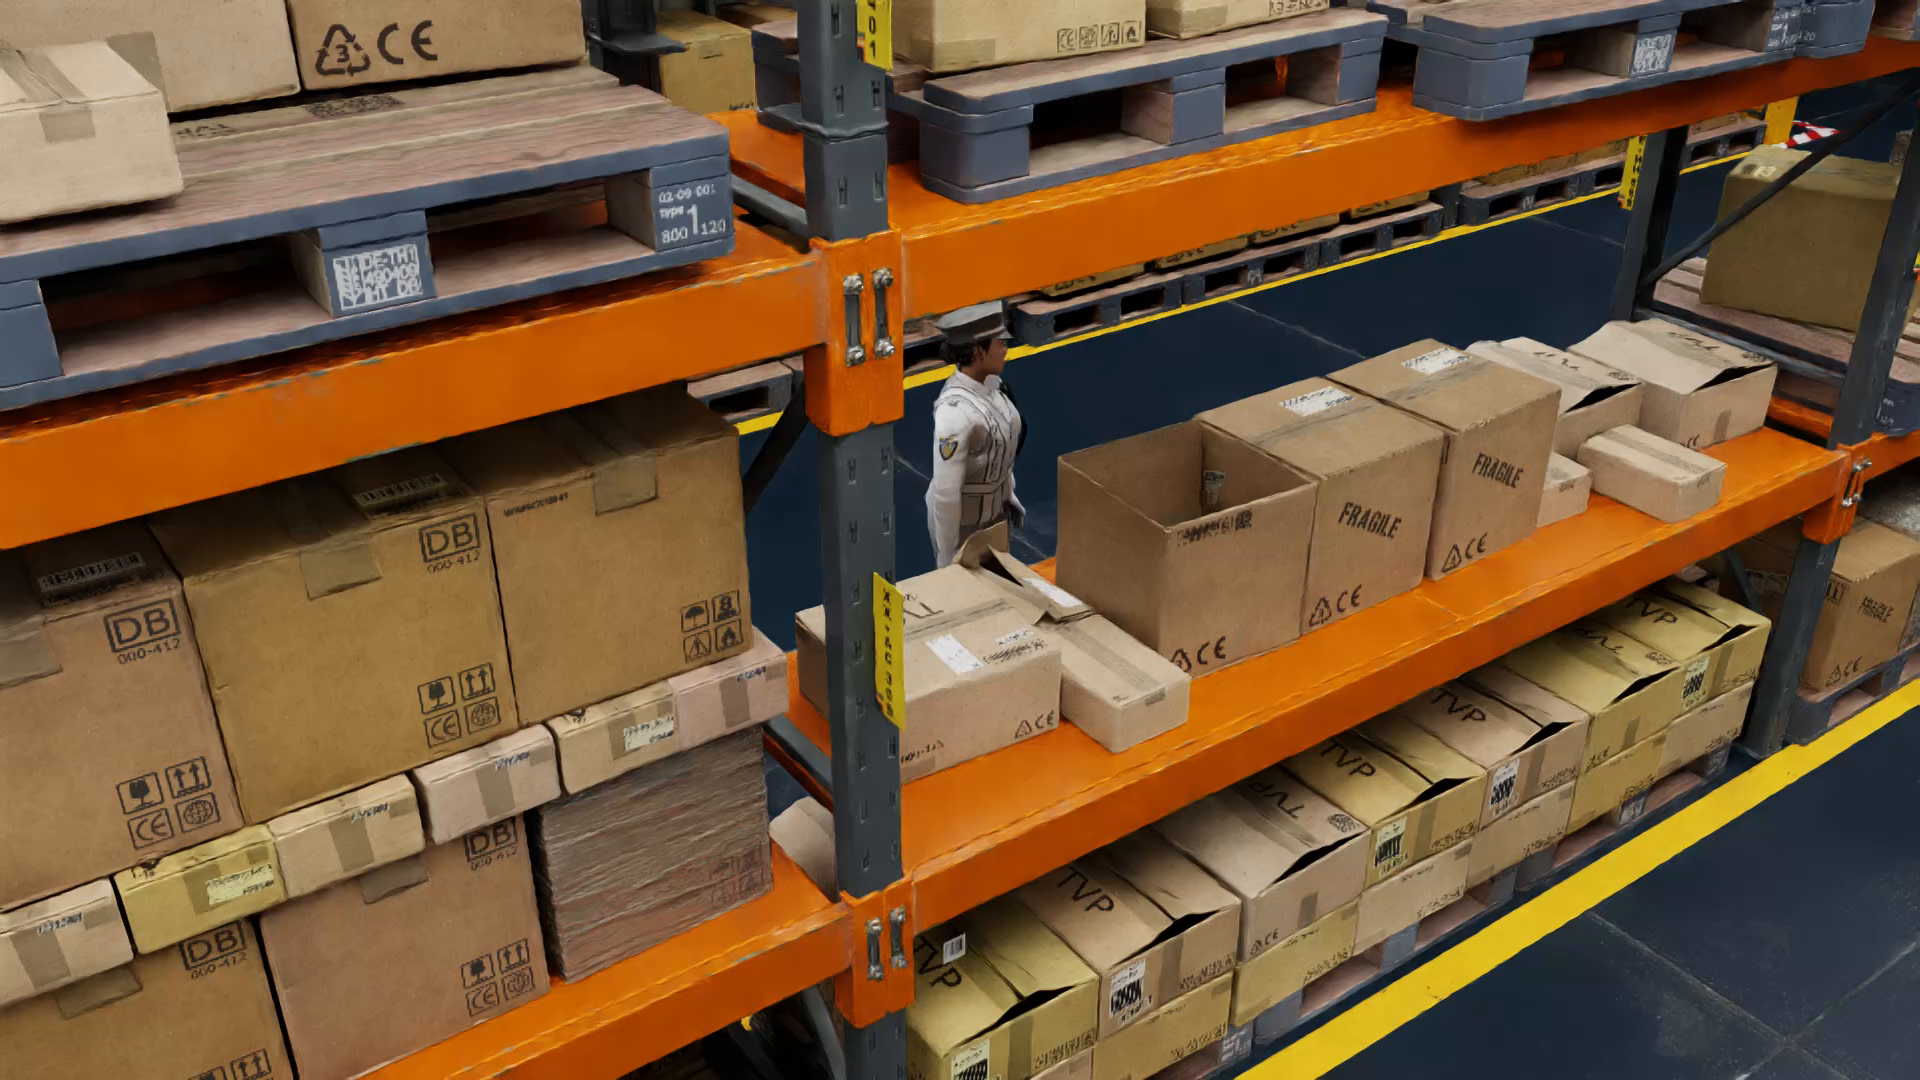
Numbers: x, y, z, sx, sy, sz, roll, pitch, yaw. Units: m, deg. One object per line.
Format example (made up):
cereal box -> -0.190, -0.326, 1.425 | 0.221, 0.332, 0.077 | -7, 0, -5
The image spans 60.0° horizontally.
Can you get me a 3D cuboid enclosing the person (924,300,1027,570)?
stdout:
person -> 0.099, -0.071, 6.195 | 0.470, 1.685, 0.532 | 9, 30, 15
